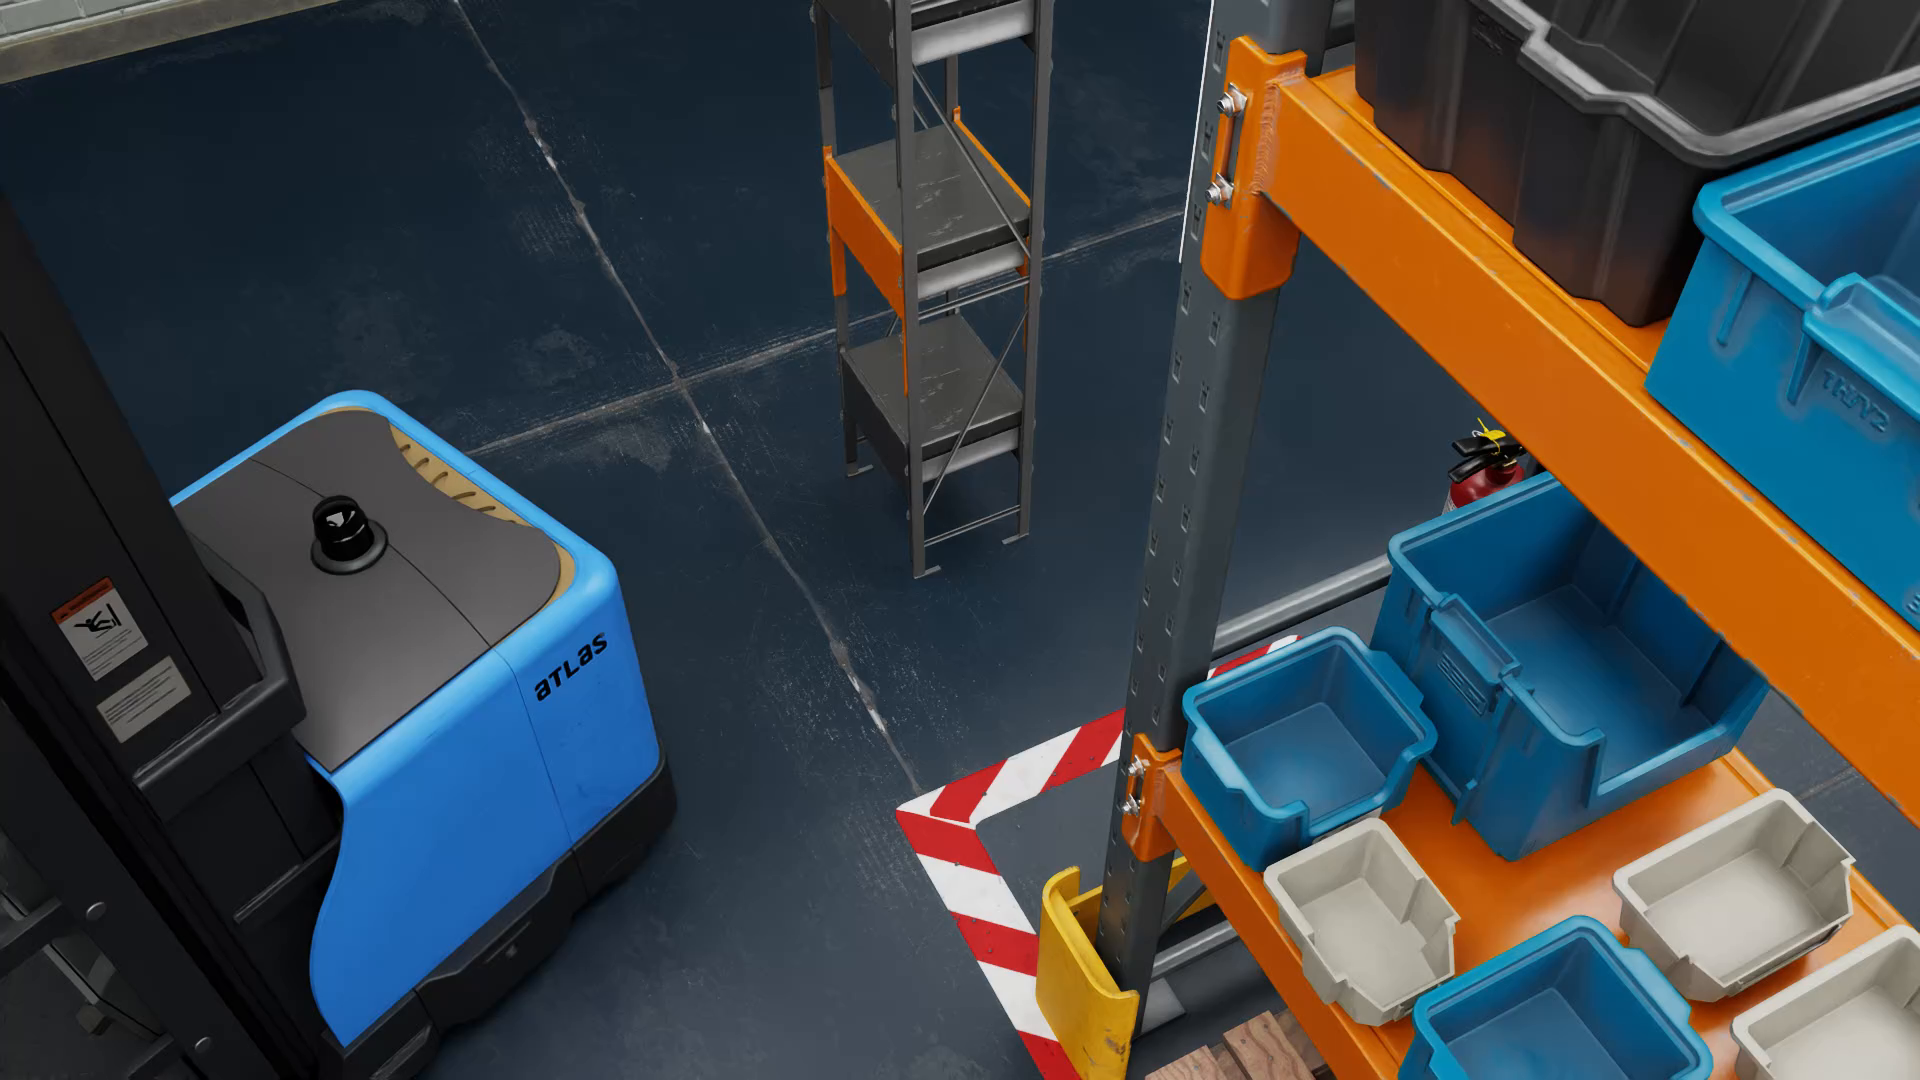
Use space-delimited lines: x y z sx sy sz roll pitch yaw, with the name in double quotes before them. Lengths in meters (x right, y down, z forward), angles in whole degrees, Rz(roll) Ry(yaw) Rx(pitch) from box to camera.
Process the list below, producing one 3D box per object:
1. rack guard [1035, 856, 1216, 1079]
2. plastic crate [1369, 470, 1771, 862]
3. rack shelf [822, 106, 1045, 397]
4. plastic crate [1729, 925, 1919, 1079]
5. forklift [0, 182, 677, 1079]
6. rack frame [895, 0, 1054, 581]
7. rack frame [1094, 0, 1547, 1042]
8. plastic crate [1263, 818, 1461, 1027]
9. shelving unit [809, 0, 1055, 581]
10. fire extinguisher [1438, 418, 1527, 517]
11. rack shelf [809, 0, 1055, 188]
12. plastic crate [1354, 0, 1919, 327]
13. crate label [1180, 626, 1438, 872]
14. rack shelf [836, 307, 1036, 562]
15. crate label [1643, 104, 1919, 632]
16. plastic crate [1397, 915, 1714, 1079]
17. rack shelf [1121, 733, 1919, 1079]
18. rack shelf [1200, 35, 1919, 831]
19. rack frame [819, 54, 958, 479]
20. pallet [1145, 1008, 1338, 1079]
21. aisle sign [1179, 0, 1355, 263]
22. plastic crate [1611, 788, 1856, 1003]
"rack guard" 0.767 0.885 4.144 1.175 0.500 0.348 -21 52 -18
"plastic crate" 1.109 0.202 3.018 0.616 0.435 0.499 -21 52 -18
"rack shelf" -0.076 -0.793 4.567 0.431 0.518 0.480 -21 52 -18
"plastic crate" 1.444 0.823 2.673 0.396 0.136 0.243 -21 52 -18
"forklift" -2.095 0.424 2.932 1.130 2.935 3.031 32 56 25
"rack frame" 0.036 -0.639 4.414 0.400 2.100 0.015 -21 52 -18
"rack frame" 0.790 0.073 3.193 1.000 3.000 0.127 -21 52 -18
"plastic crate" 0.683 0.662 2.813 0.250 0.136 0.298 -21 52 -18
"shelving unit" -0.076 -0.802 4.557 0.431 2.100 0.503 -21 52 -18
"fire extinguisher" 1.125 -0.036 3.588 0.296 0.674 0.183 -21 52 -18
"rack shelf" -0.076 -1.254 4.040 0.431 0.518 0.480 -21 52 -18
"plastic crate" 0.718 -0.518 1.804 0.497 0.269 0.590 -21 52 -18
"crate label" 0.610 0.387 2.990 0.416 0.233 0.303 -21 52 -18
"rack shelf" -0.076 -0.332 5.094 0.431 0.518 0.480 -21 52 -18
"crate label" 0.925 -0.137 1.483 0.408 0.251 0.502 -21 52 -18
"plastic crate" 0.911 0.828 2.605 0.416 0.233 0.300 -21 52 -18
"rack shelf" 1.705 1.649 2.293 1.077 0.370 4.000 -21 52 -18
"rack shelf" 1.705 0.661 1.164 1.077 0.370 4.000 -21 52 -18
"rack frame" -0.187 -0.965 4.699 0.400 2.100 0.015 -21 52 -18
"pallet" 1.133 1.557 3.748 1.003 0.211 1.213 -21 52 -18
"aisle sign" 0.493 -0.729 2.167 0.394 0.787 0.004 -21 52 -18
"plastic crate" 1.324 0.624 2.847 0.396 0.136 0.243 -21 52 -18
